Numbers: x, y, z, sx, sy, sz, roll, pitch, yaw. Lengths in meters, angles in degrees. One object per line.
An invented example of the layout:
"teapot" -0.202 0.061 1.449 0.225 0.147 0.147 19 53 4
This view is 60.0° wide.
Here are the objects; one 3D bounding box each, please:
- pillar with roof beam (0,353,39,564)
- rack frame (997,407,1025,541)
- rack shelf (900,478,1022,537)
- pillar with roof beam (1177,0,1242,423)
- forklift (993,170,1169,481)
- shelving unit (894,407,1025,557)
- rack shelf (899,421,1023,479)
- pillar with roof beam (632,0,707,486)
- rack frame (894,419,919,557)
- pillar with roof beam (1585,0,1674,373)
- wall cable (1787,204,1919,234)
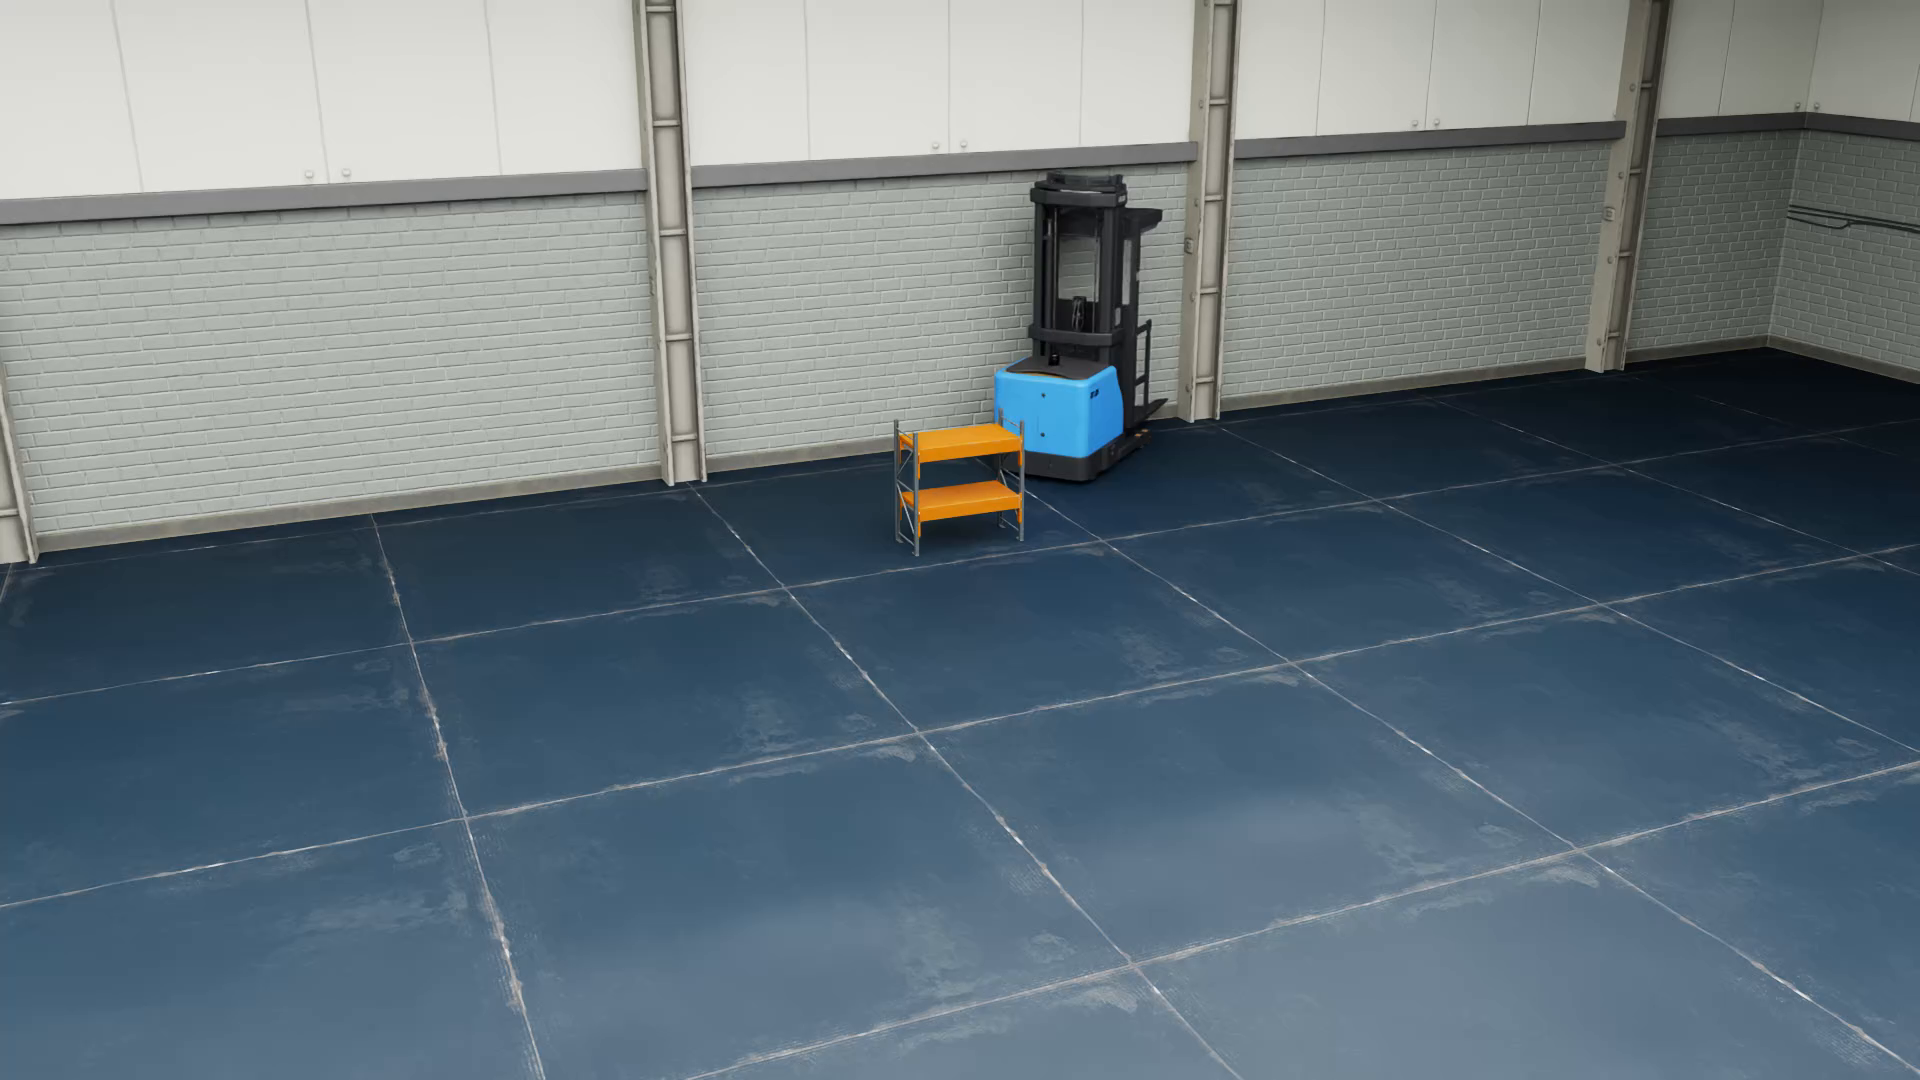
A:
"pillar with roof beam" -6.588 -2.755 9.329 0.400 9.000 9.100 -8 21 -22
"rack frame" 0.461 -0.597 15.056 0.032 1.125 0.500 -8 21 -22
"rack shelf" -0.006 -0.299 14.947 1.000 0.278 0.538 -8 21 -22
"pillar with roof beam" 4.430 -4.333 13.813 0.400 9.000 9.100 -8 21 -22
"forklift" 1.434 -2.414 17.499 1.130 2.935 3.031 9 21 25
"shelving unit" -0.006 -0.530 14.866 1.048 1.125 0.538 -8 21 -22
"rack shelf" -0.006 -0.806 14.769 1.000 0.278 0.538 -8 21 -22
"pillar with roof beam" -1.079 -3.544 11.571 0.400 9.000 9.100 -8 21 -22
"rack frame" -0.473 -0.463 14.676 0.032 1.125 0.500 -8 21 -22
"pillar with roof beam" 9.940 -5.123 16.054 0.400 9.000 9.100 -8 21 -22
"wall cable" 11.463 -4.955 20.254 0.112 2.526 3.097 -8 21 -22
